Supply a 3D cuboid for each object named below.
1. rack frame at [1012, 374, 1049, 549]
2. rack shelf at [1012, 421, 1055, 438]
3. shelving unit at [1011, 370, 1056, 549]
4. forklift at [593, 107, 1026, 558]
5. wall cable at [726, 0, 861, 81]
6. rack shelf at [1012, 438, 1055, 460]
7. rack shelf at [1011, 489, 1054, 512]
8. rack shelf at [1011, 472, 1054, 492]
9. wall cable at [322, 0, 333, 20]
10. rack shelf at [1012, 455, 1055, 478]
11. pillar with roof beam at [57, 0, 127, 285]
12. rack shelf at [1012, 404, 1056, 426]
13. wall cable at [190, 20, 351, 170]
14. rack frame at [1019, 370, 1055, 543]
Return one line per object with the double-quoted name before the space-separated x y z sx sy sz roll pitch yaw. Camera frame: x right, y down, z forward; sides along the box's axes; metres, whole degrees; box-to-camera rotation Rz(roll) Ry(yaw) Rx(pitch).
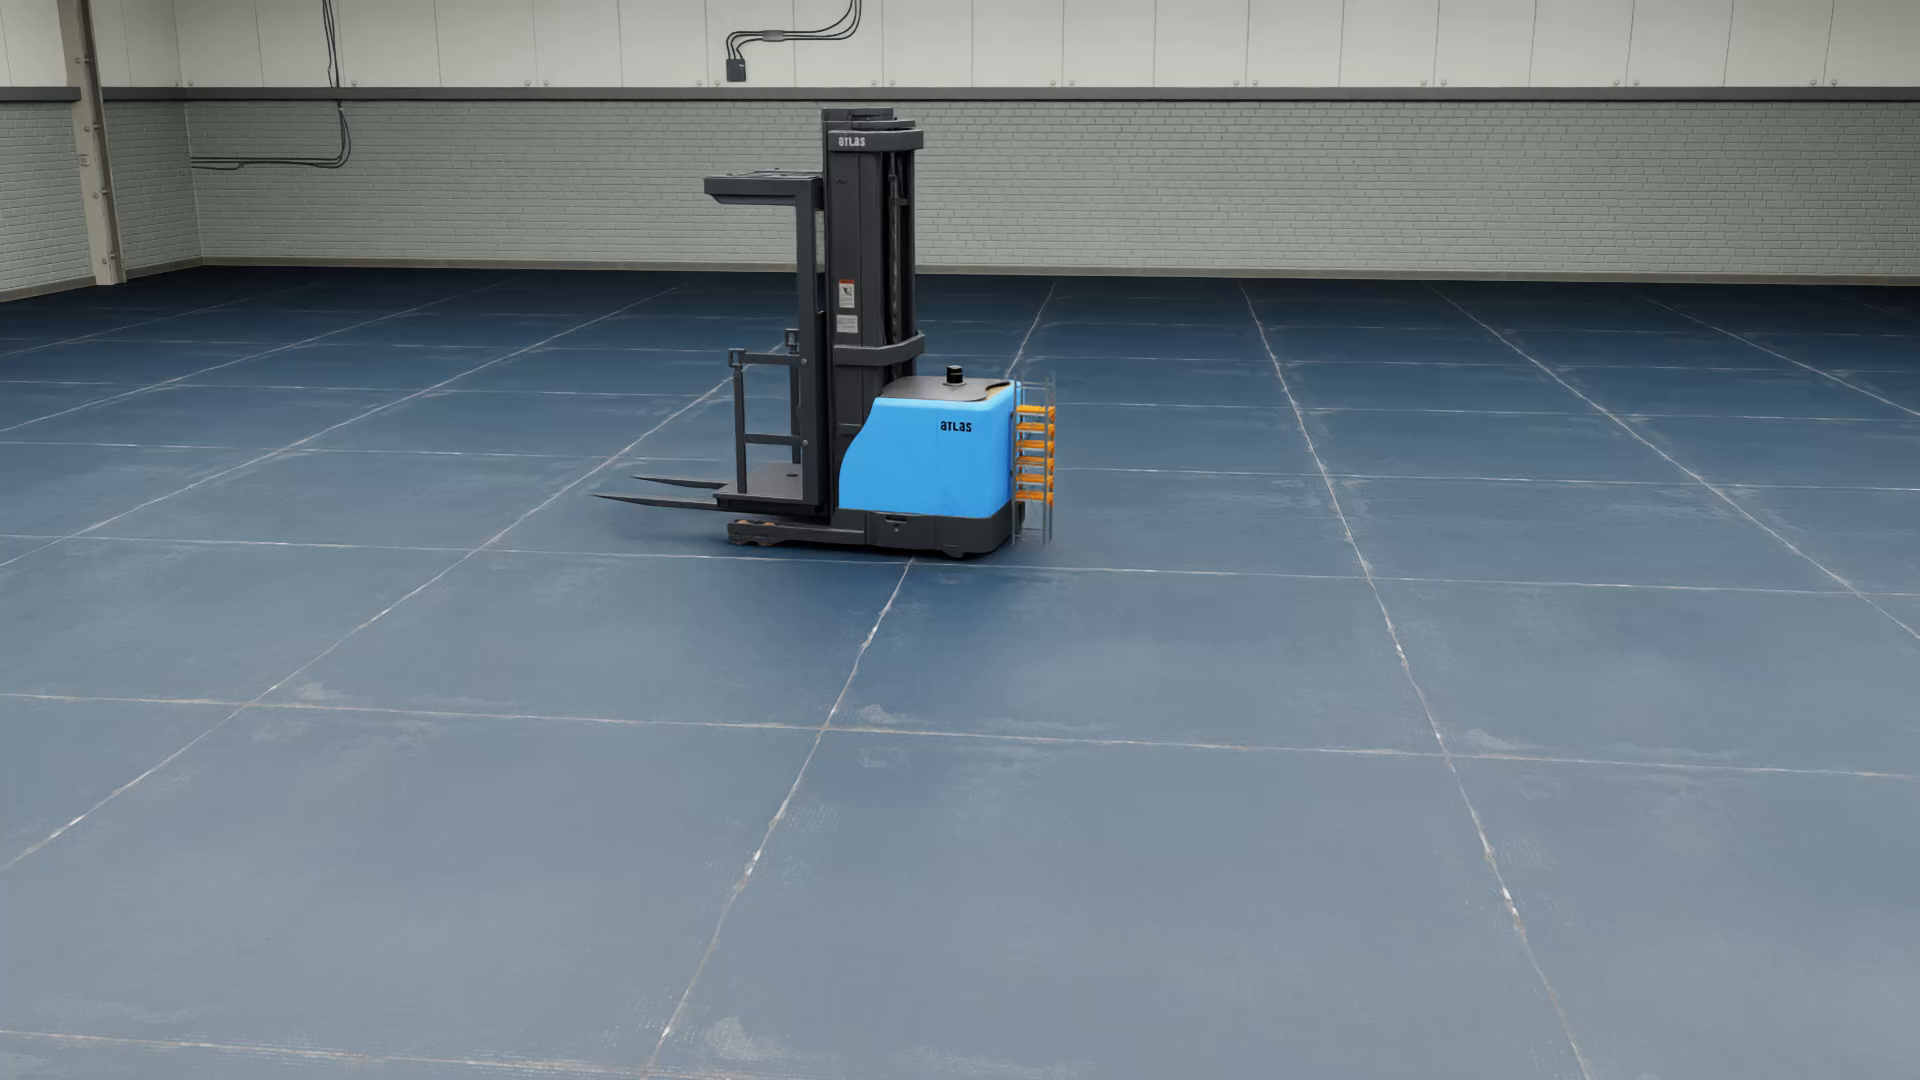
"rack frame" 0.476 -0.524 11.300 0.240 1.200 0.006 5 16 16
"rack shelf" 0.503 -0.736 11.334 0.258 0.103 0.180 5 16 16
"shelving unit" 0.502 -0.547 11.385 0.258 1.200 0.189 5 16 16
"forklift" -1.106 -1.495 11.574 3.031 2.935 1.130 4 16 16
"wall cable" -2.783 -10.613 27.155 2.305 6.003 0.169 2 15 6
"rack shelf" 0.503 -0.620 11.365 0.258 0.103 0.180 5 16 16
"rack shelf" 0.501 -0.273 11.460 0.258 0.103 0.180 5 16 16
"rack shelf" 0.502 -0.389 11.428 0.258 0.103 0.180 5 16 16
"wall cable" -9.525 -10.114 28.099 3.097 2.526 0.112 2 15 6
"rack shelf" 0.502 -0.504 11.397 0.258 0.103 0.180 5 16 16
"pillar with roof beam" -9.582 -8.403 25.497 9.100 9.000 0.400 2 15 6
"rack shelf" 0.504 -0.852 11.302 0.258 0.103 0.180 5 16 16
"wall cable" -12.214 -7.756 29.053 3.097 2.526 0.112 2 15 6
"rack frame" 0.529 -0.570 11.470 0.240 1.200 0.006 5 16 16
